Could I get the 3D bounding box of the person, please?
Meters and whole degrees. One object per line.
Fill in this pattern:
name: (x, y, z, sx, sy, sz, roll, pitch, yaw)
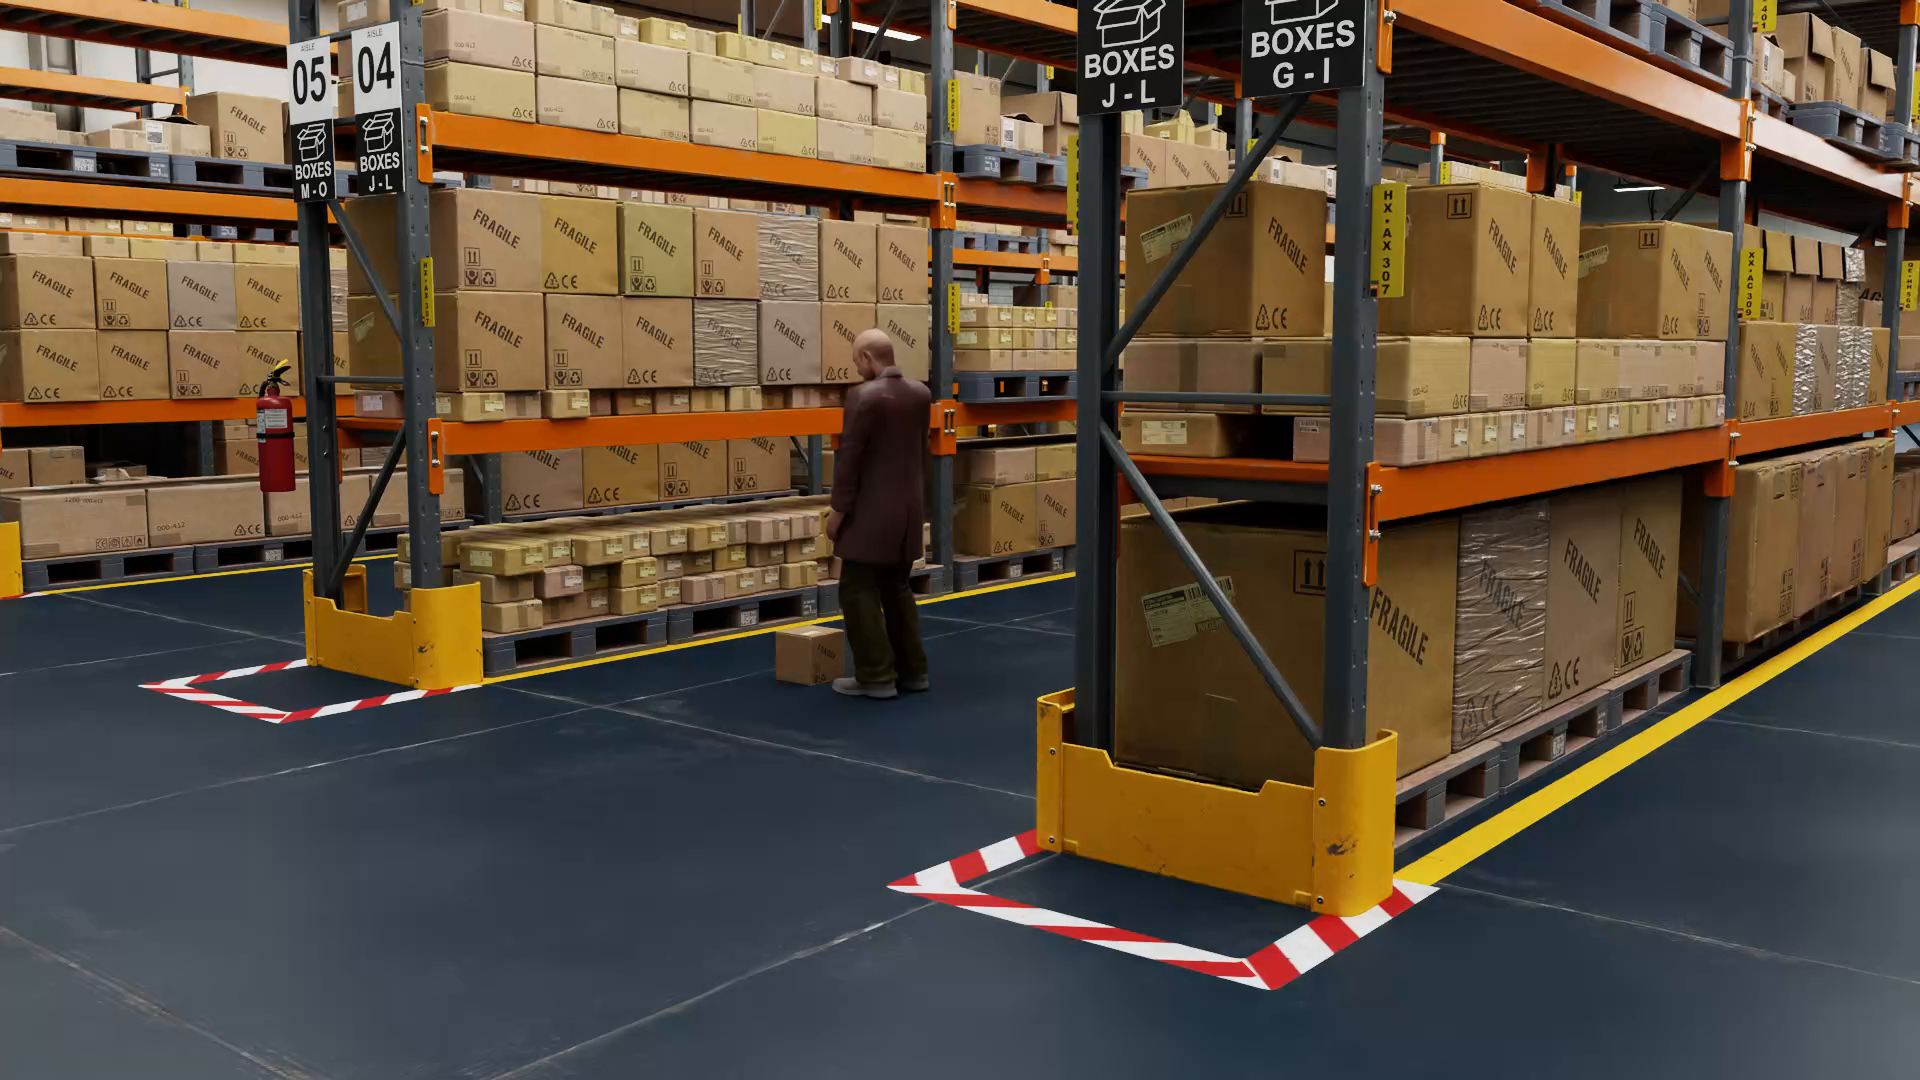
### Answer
person: (-0.401, -0.128, 8.019, 0.382, 1.761, 0.569, 5, 8, 40)
